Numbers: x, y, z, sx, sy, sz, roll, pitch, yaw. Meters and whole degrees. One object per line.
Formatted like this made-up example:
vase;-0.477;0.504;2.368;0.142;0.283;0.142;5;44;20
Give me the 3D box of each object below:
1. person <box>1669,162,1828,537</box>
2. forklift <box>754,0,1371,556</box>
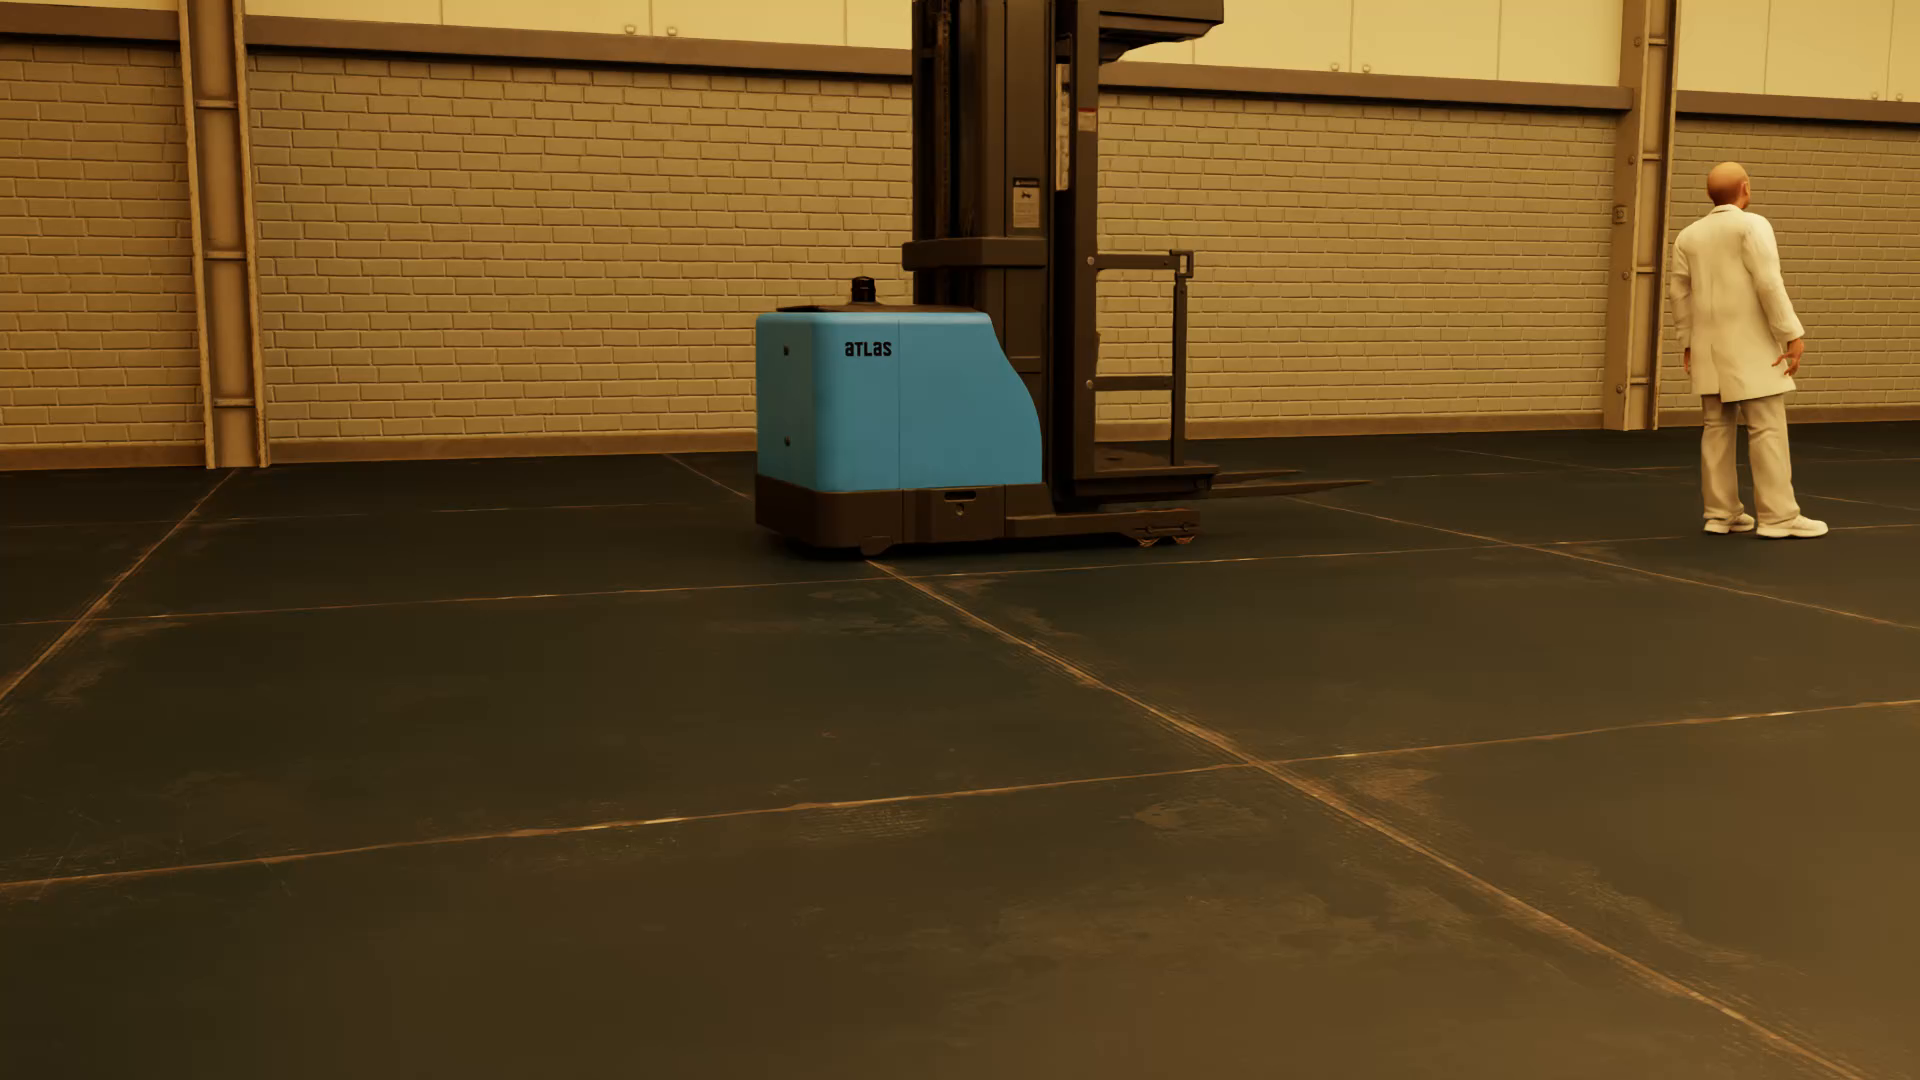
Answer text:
person;3.812;-0.912;8.045;0.572;1.767;0.692;-4;8;-24
forklift;0.578;-1.489;7.999;3.031;2.935;1.130;-3;8;-24
